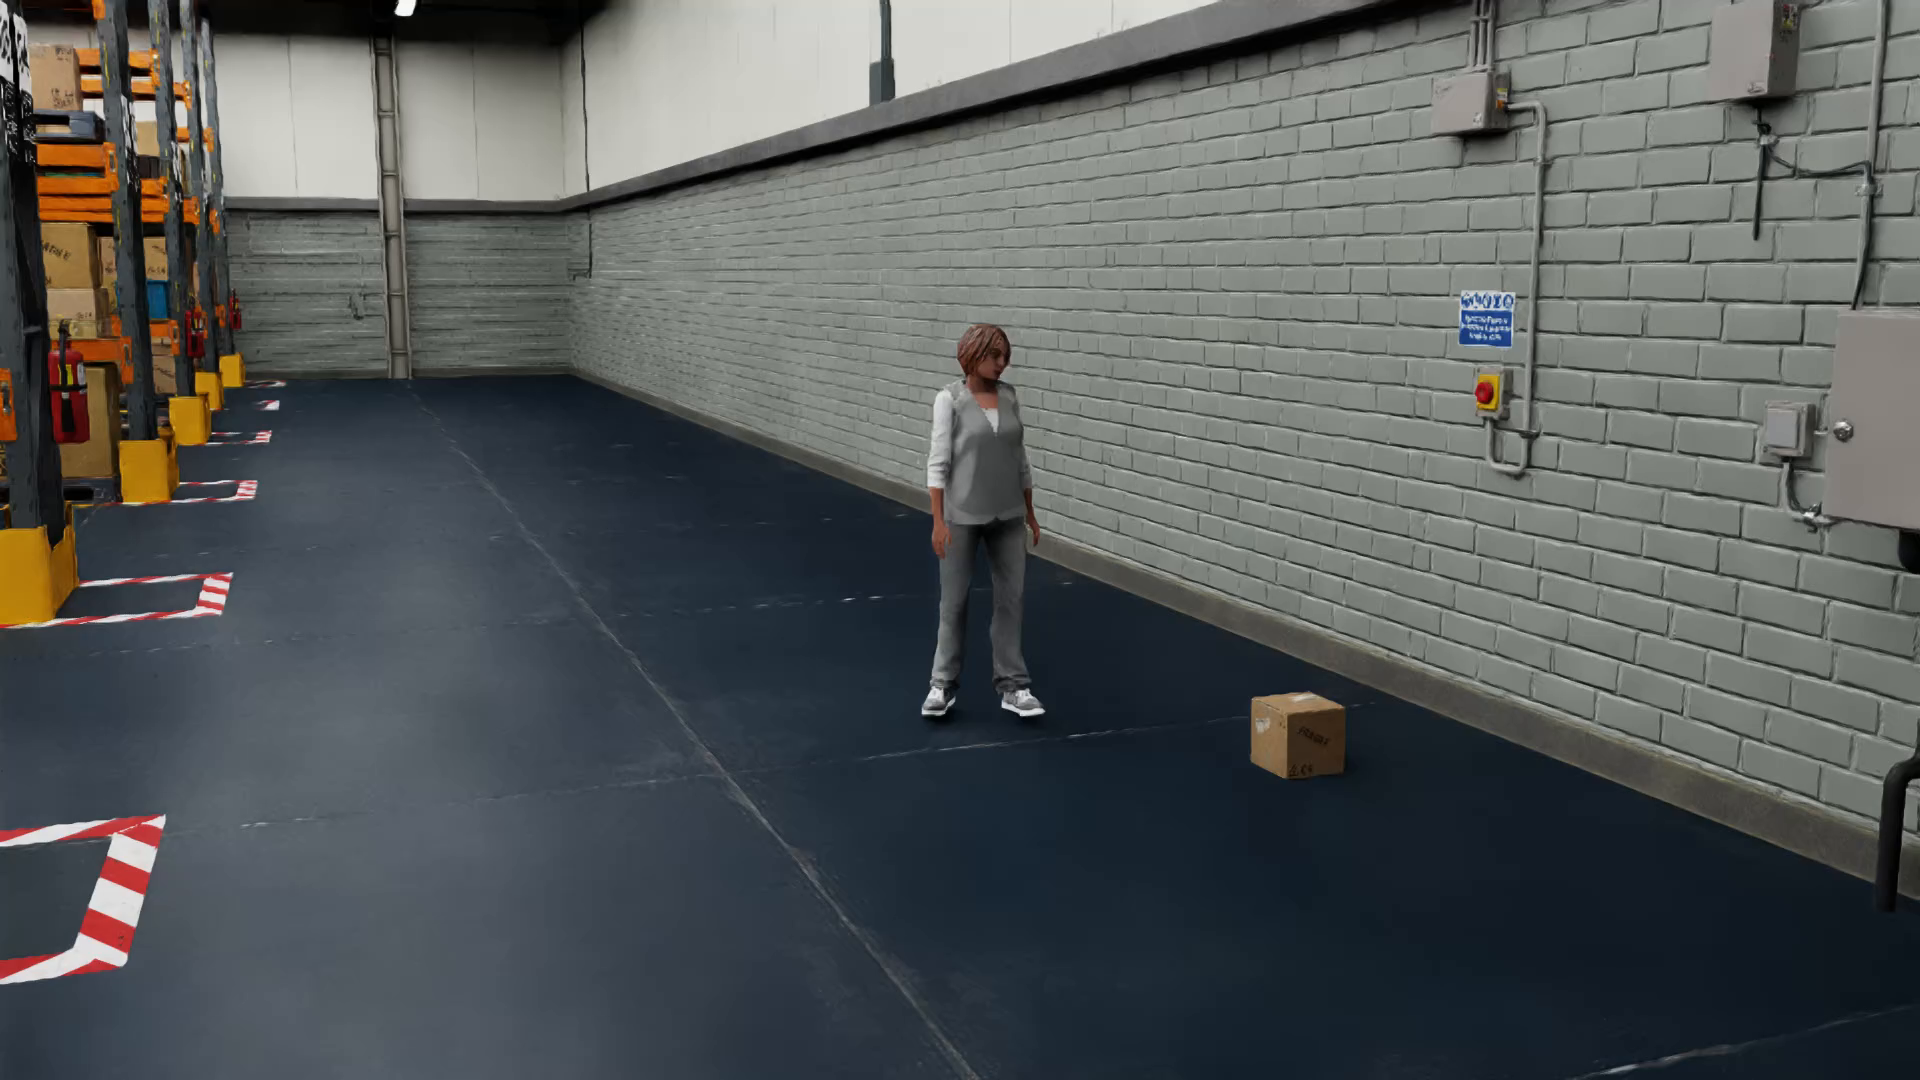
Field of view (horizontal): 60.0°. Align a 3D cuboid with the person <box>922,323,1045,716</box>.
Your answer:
[{"bbox_3d":[0.099,-0.071,6.719,0.519,1.594,0.456,-4,10,-22],"label":"person"}]
